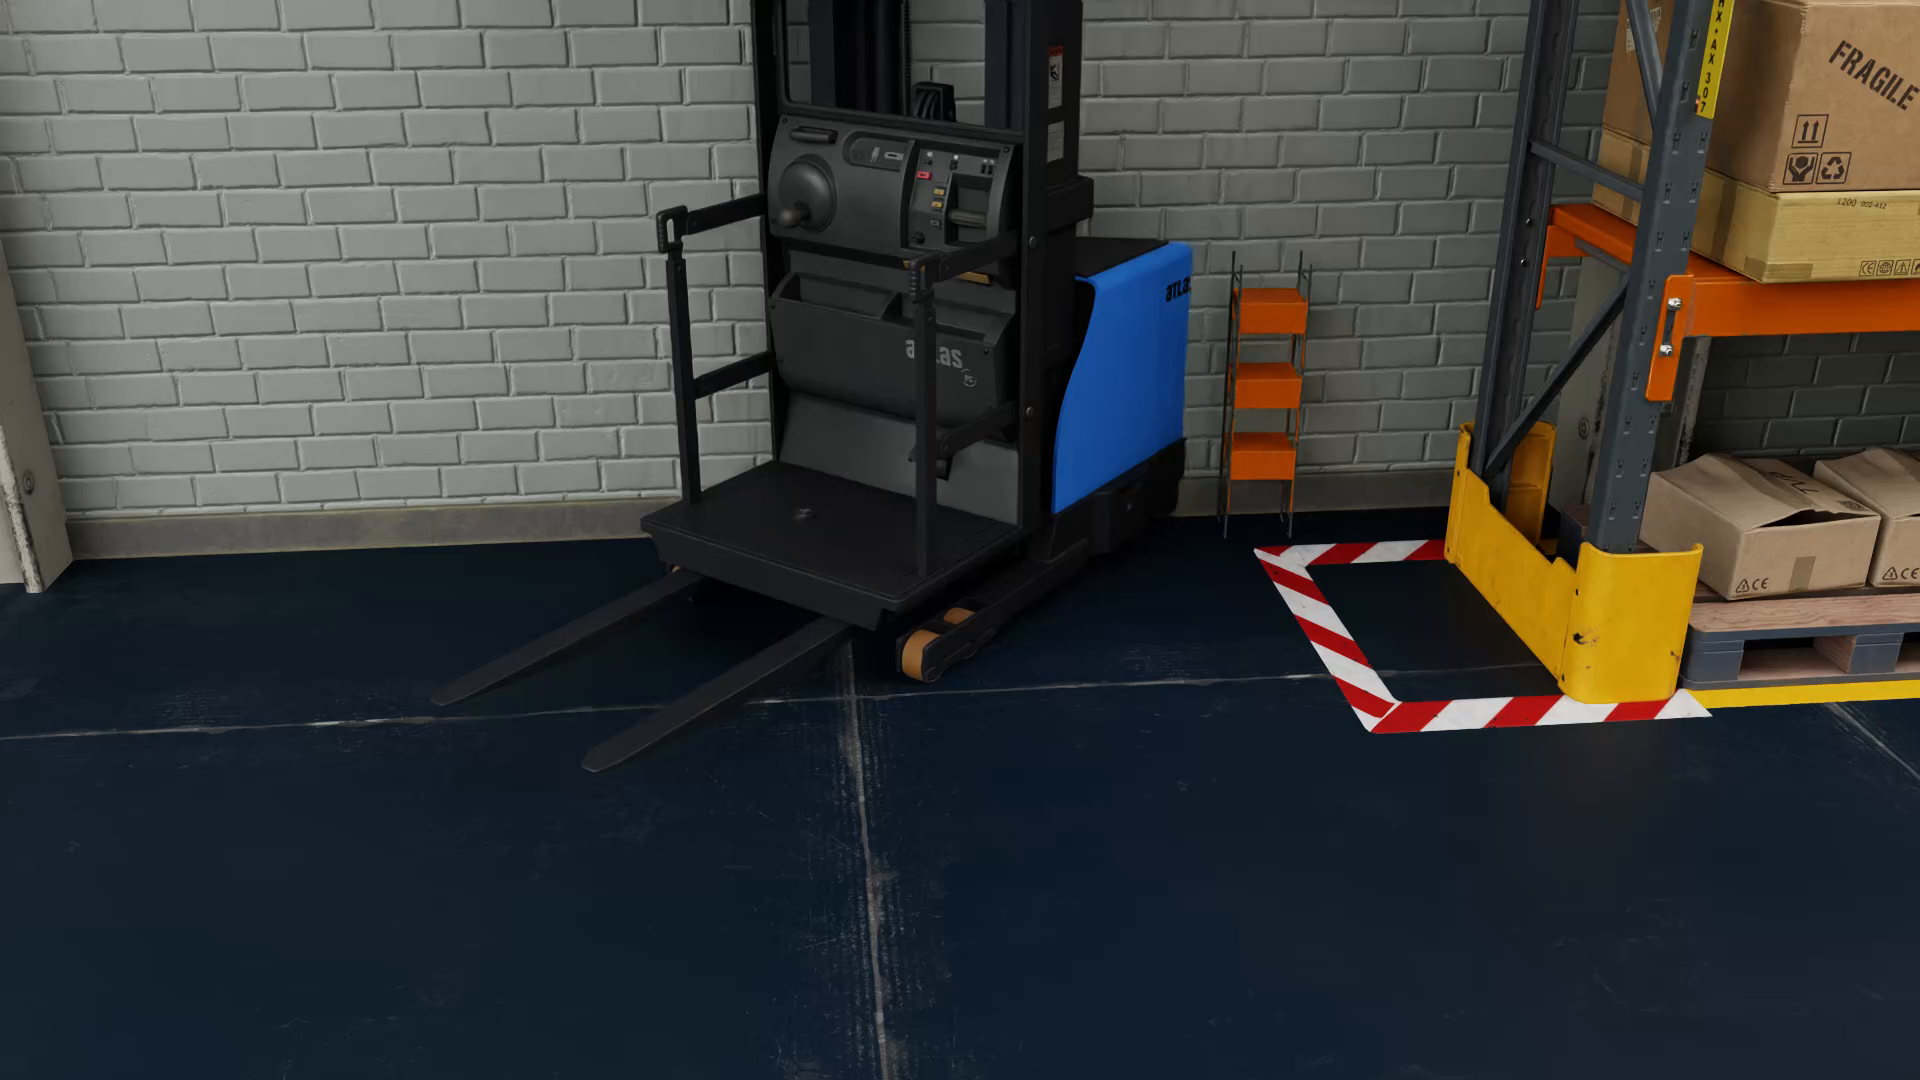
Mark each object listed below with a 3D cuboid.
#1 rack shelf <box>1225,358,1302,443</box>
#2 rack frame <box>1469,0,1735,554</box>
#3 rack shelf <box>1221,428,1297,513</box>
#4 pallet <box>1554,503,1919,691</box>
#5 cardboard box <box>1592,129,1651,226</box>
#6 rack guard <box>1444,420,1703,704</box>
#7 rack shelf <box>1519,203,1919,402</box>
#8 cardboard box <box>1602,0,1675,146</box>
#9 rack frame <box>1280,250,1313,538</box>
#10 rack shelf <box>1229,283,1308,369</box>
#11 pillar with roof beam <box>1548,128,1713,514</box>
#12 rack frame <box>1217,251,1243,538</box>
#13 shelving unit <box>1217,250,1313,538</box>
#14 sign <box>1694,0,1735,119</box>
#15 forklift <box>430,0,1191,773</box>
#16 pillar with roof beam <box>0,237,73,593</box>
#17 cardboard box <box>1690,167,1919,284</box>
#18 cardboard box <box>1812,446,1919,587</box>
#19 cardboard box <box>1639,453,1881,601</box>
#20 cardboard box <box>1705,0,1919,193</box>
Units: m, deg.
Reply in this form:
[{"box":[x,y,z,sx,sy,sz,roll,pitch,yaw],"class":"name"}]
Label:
[{"box":[1.117,-0.518,6.146,0.240,0.259,0.215,0,24,0],"class":"rack shelf"},{"box":[1.928,-1.104,5.040,0.127,3.000,1.000,-2,24,-5],"class":"rack frame"},{"box":[1.119,-0.264,6.259,0.240,0.259,0.215,0,24,0],"class":"rack shelf"},{"box":[2.816,0.149,5.654,1.213,0.211,1.003,-2,24,-5],"class":"pallet"},{"box":[2.374,-1.141,5.284,0.500,0.250,0.500,-2,24,-4],"class":"cardboard box"},{"box":[2.004,0.036,5.554,0.348,0.500,1.175,-2,24,-5],"class":"rack guard"},{"box":[3.918,-0.855,5.366,4.000,0.370,1.077,-2,24,-5],"class":"rack shelf"},{"box":[2.376,-1.492,5.150,0.500,0.500,0.500,-3,24,-6],"class":"cardboard box"},{"box":[1.239,-0.528,6.141,0.008,1.050,0.200,0,24,0],"class":"rack frame"},{"box":[1.115,-0.777,6.030,0.240,0.259,0.215,0,24,0],"class":"rack shelf"},{"box":[2.963,-2.482,0.756,0.400,9.000,9.100,-2,24,-5],"class":"pillar with roof beam"},{"box":[0.995,-0.526,6.142,0.008,1.050,0.200,0,24,0],"class":"rack frame"},{"box":[1.117,-0.527,6.141,0.252,1.050,0.215,0,24,0],"class":"shelving unit"},{"box":[1.982,-1.280,4.371,0.005,0.325,0.100,-2,24,-5],"class":"sign"},{"box":[-0.354,-1.111,5.141,1.130,2.935,3.031,16,29,32],"class":"forklift"},{"box":[-3.008,-2.243,0.217,0.400,9.000,9.100,-2,24,-5],"class":"pillar with roof beam"},{"box":[2.445,-0.935,4.821,0.500,0.250,0.500,-3,24,-7],"class":"cardboard box"},{"box":[3.193,-0.090,5.528,0.500,0.311,0.500,0,24,-1],"class":"cardboard box"},{"box":[2.626,-0.067,5.477,0.500,0.311,0.500,-5,24,-11],"class":"cardboard box"},{"box":[2.433,-1.284,4.683,0.500,0.500,0.500,-2,24,-5],"class":"cardboard box"}]
